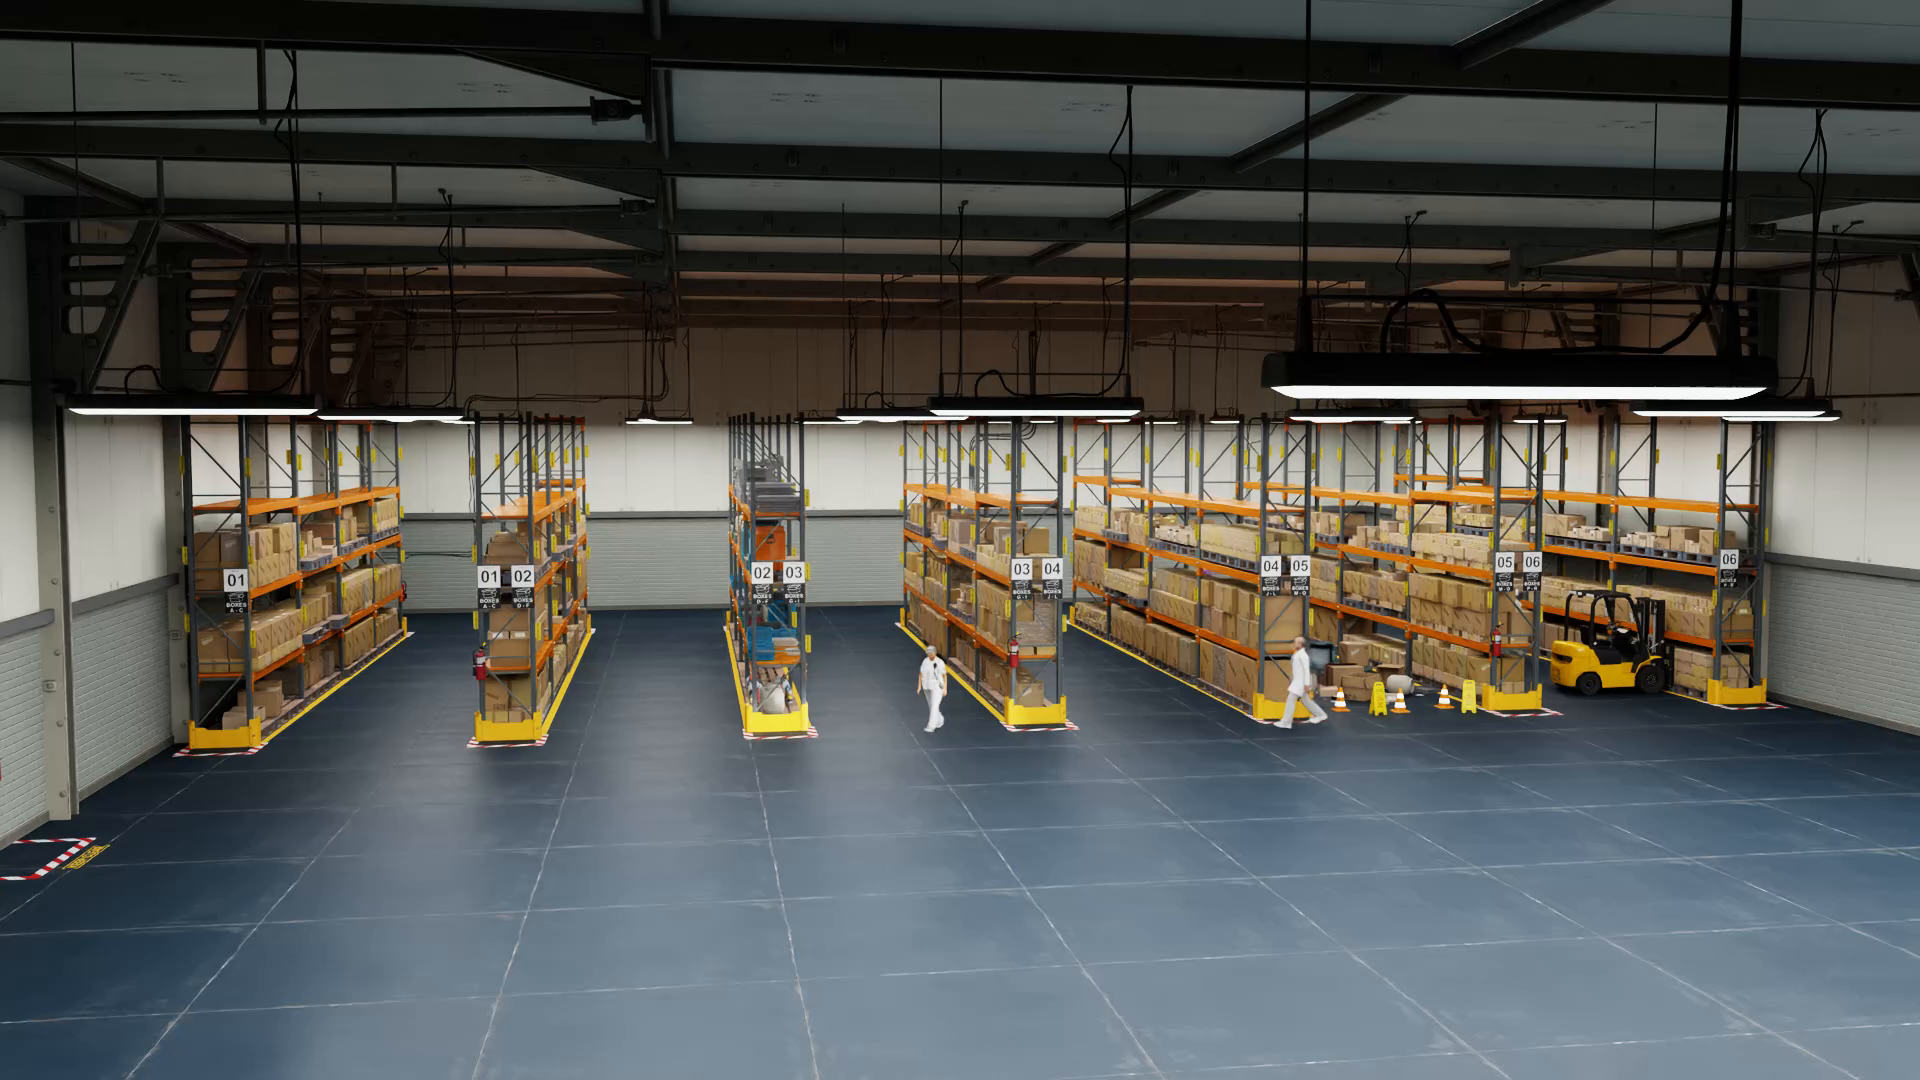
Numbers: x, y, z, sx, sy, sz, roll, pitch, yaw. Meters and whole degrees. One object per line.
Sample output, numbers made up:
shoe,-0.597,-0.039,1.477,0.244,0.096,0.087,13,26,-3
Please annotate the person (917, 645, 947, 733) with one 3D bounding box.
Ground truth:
person,-0.519,2.782,31.220,0.539,1.602,1.032,3,5,36

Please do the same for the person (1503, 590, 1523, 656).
person,13.578,2.096,40.701,0.517,1.814,0.624,-2,4,-24

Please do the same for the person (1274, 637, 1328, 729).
person,6.490,2.701,31.587,1.144,1.732,0.581,-1,4,-9

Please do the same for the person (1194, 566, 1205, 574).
person,7.199,1.435,50.438,1.076,1.719,0.544,0,4,-6
